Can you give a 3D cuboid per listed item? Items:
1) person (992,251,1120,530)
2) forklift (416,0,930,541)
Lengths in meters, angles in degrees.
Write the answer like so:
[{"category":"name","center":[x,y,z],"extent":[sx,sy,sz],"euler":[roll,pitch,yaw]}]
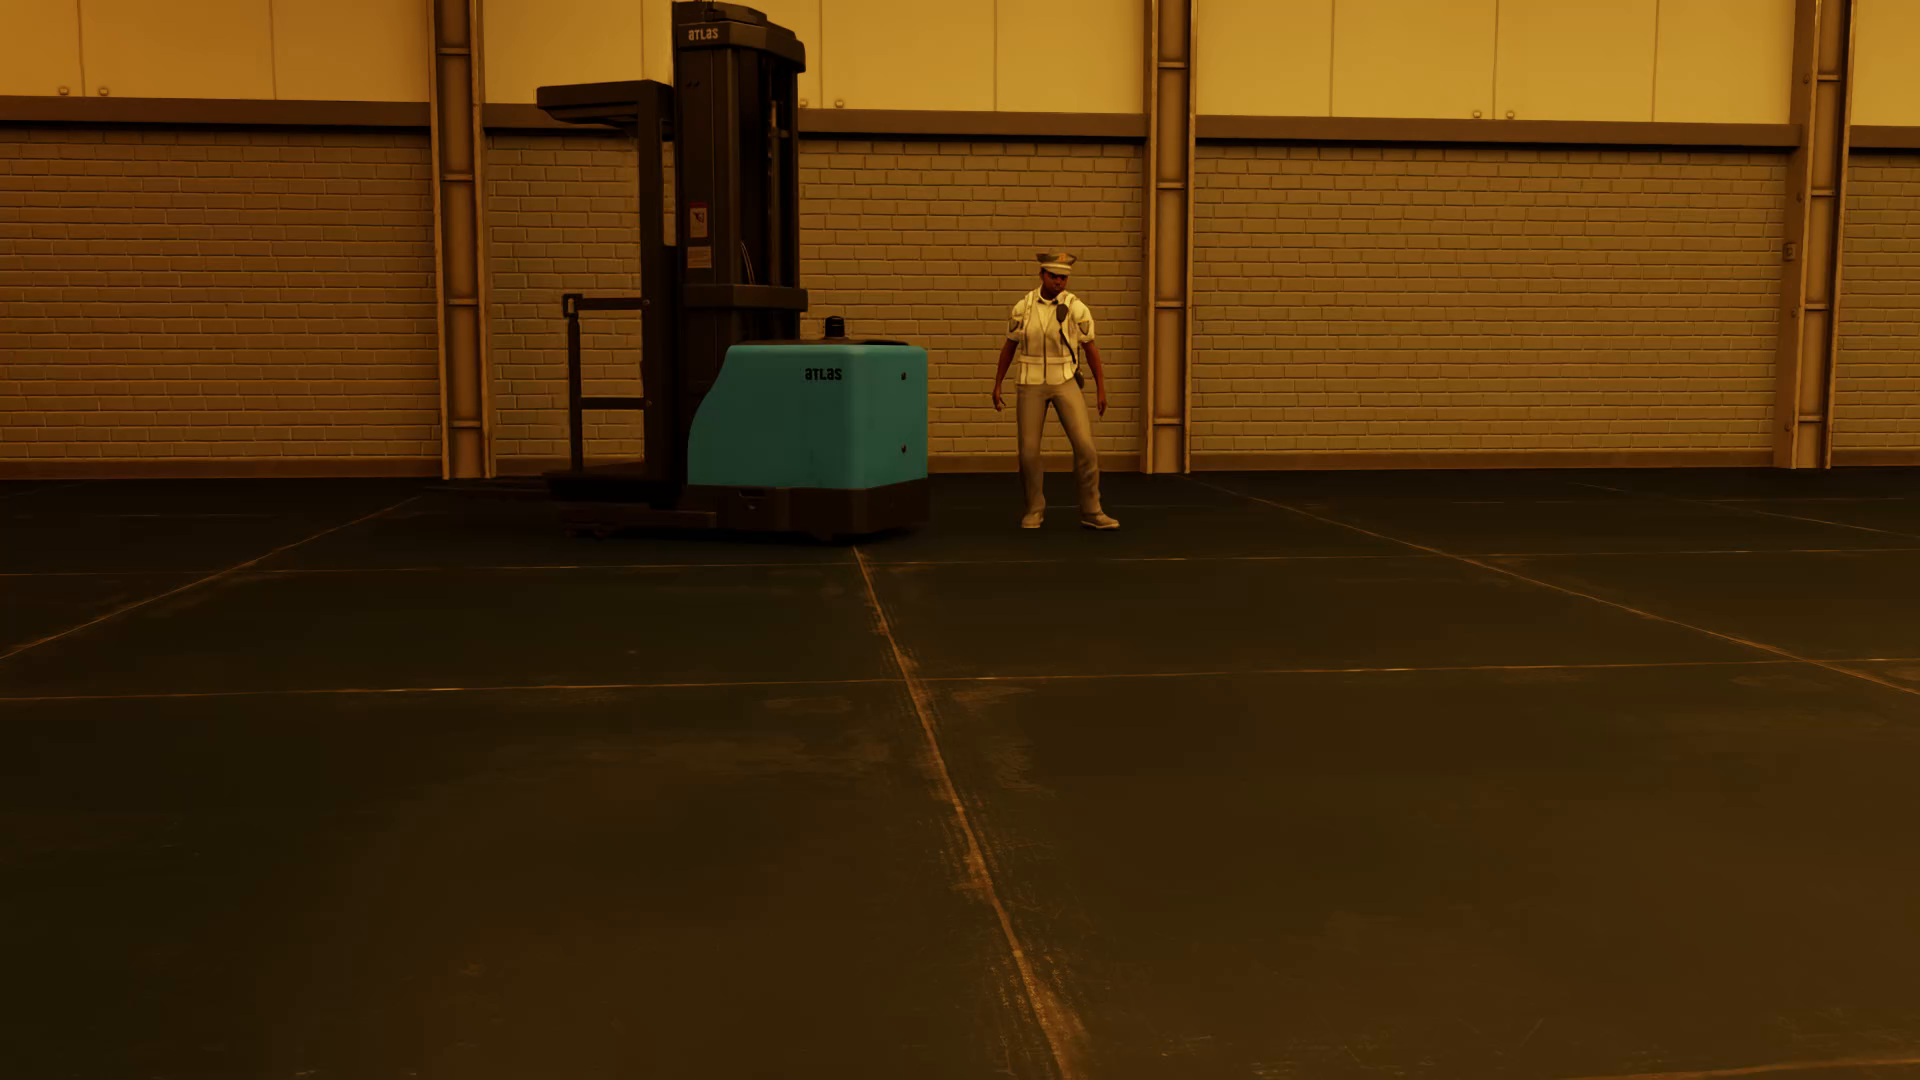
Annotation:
[{"category":"person","center":[0.567,-0.877,9.842],"extent":[0.798,1.632,0.411],"euler":[1,6,11]},{"category":"forklift","center":[-1.748,-1.523,9.670],"extent":[3.031,2.935,1.130],"euler":[2,7,20]}]
